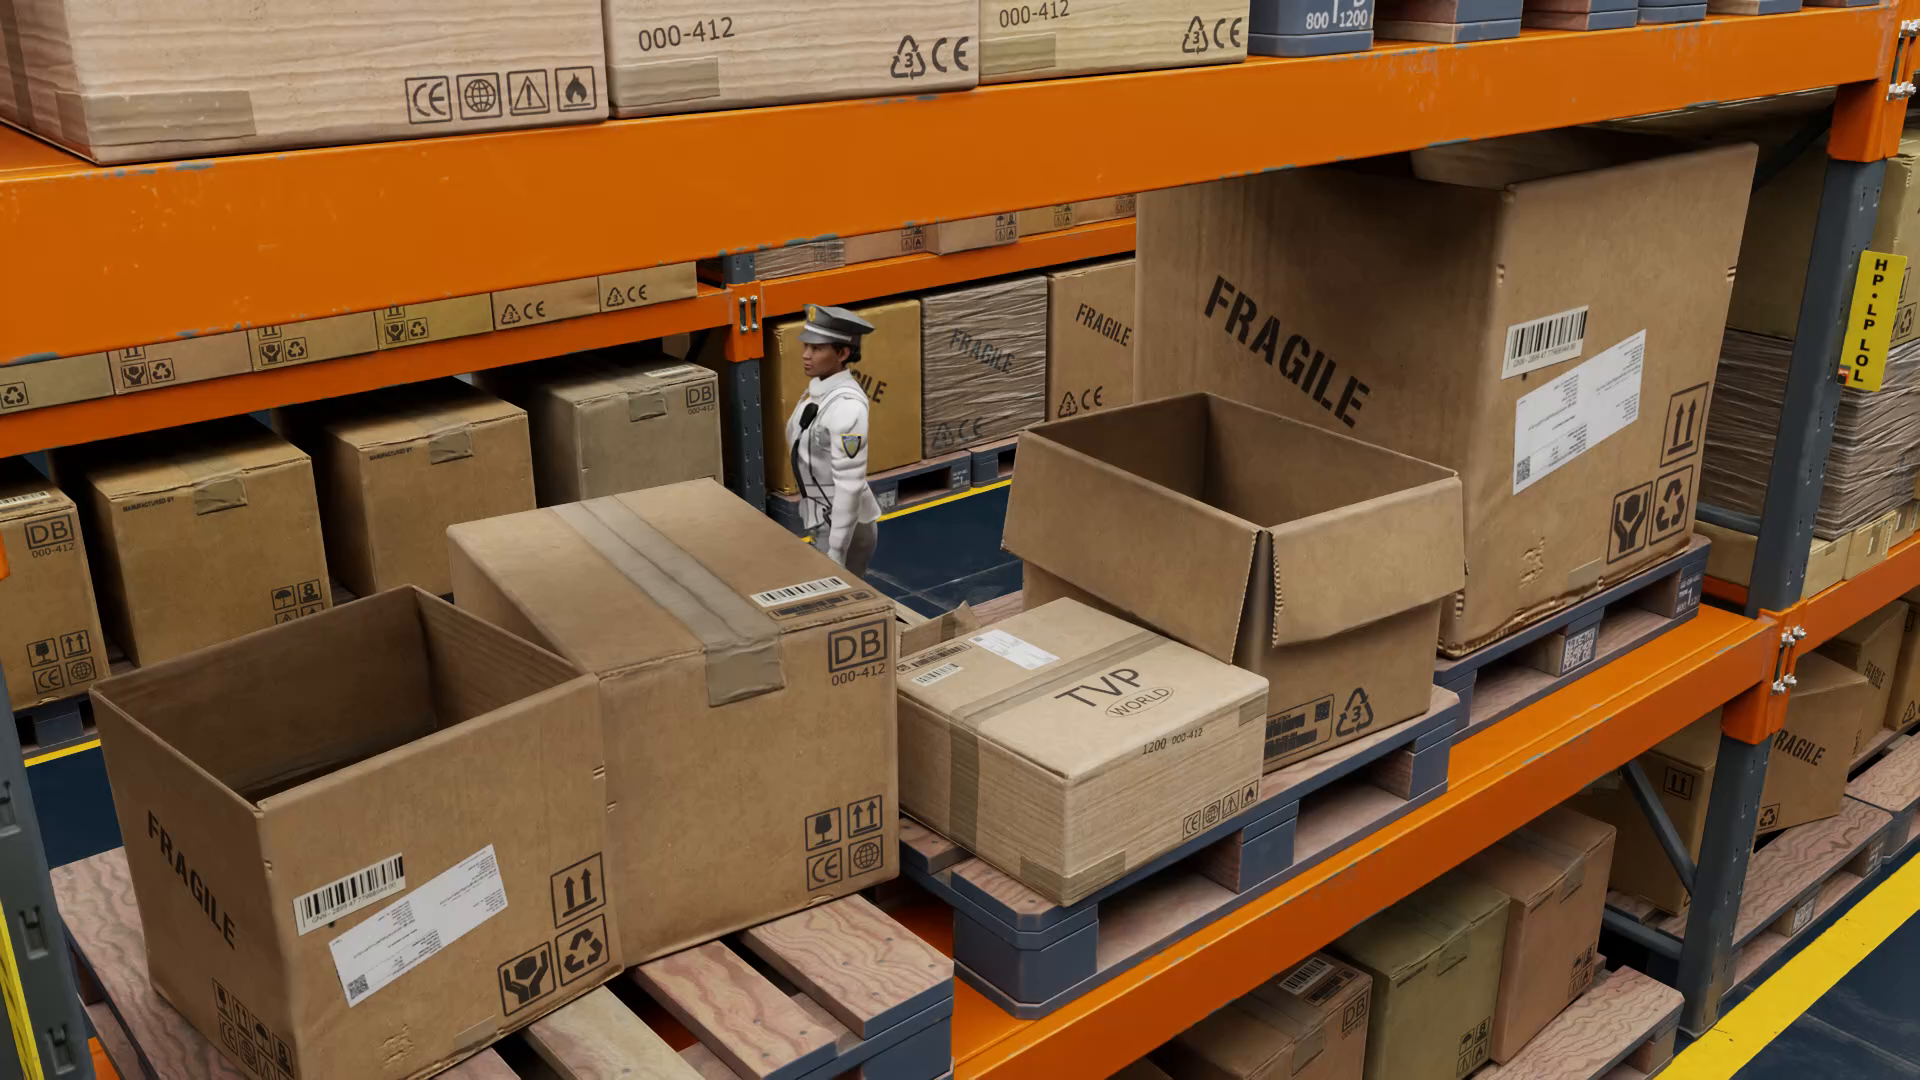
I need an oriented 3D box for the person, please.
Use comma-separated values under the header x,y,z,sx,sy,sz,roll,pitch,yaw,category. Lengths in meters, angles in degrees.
x,y,z,sx,sy,sz,roll,pitch,yaw,category
-0.441,-0.040,6.110,0.369,1.702,0.487,-4,22,-11,person
